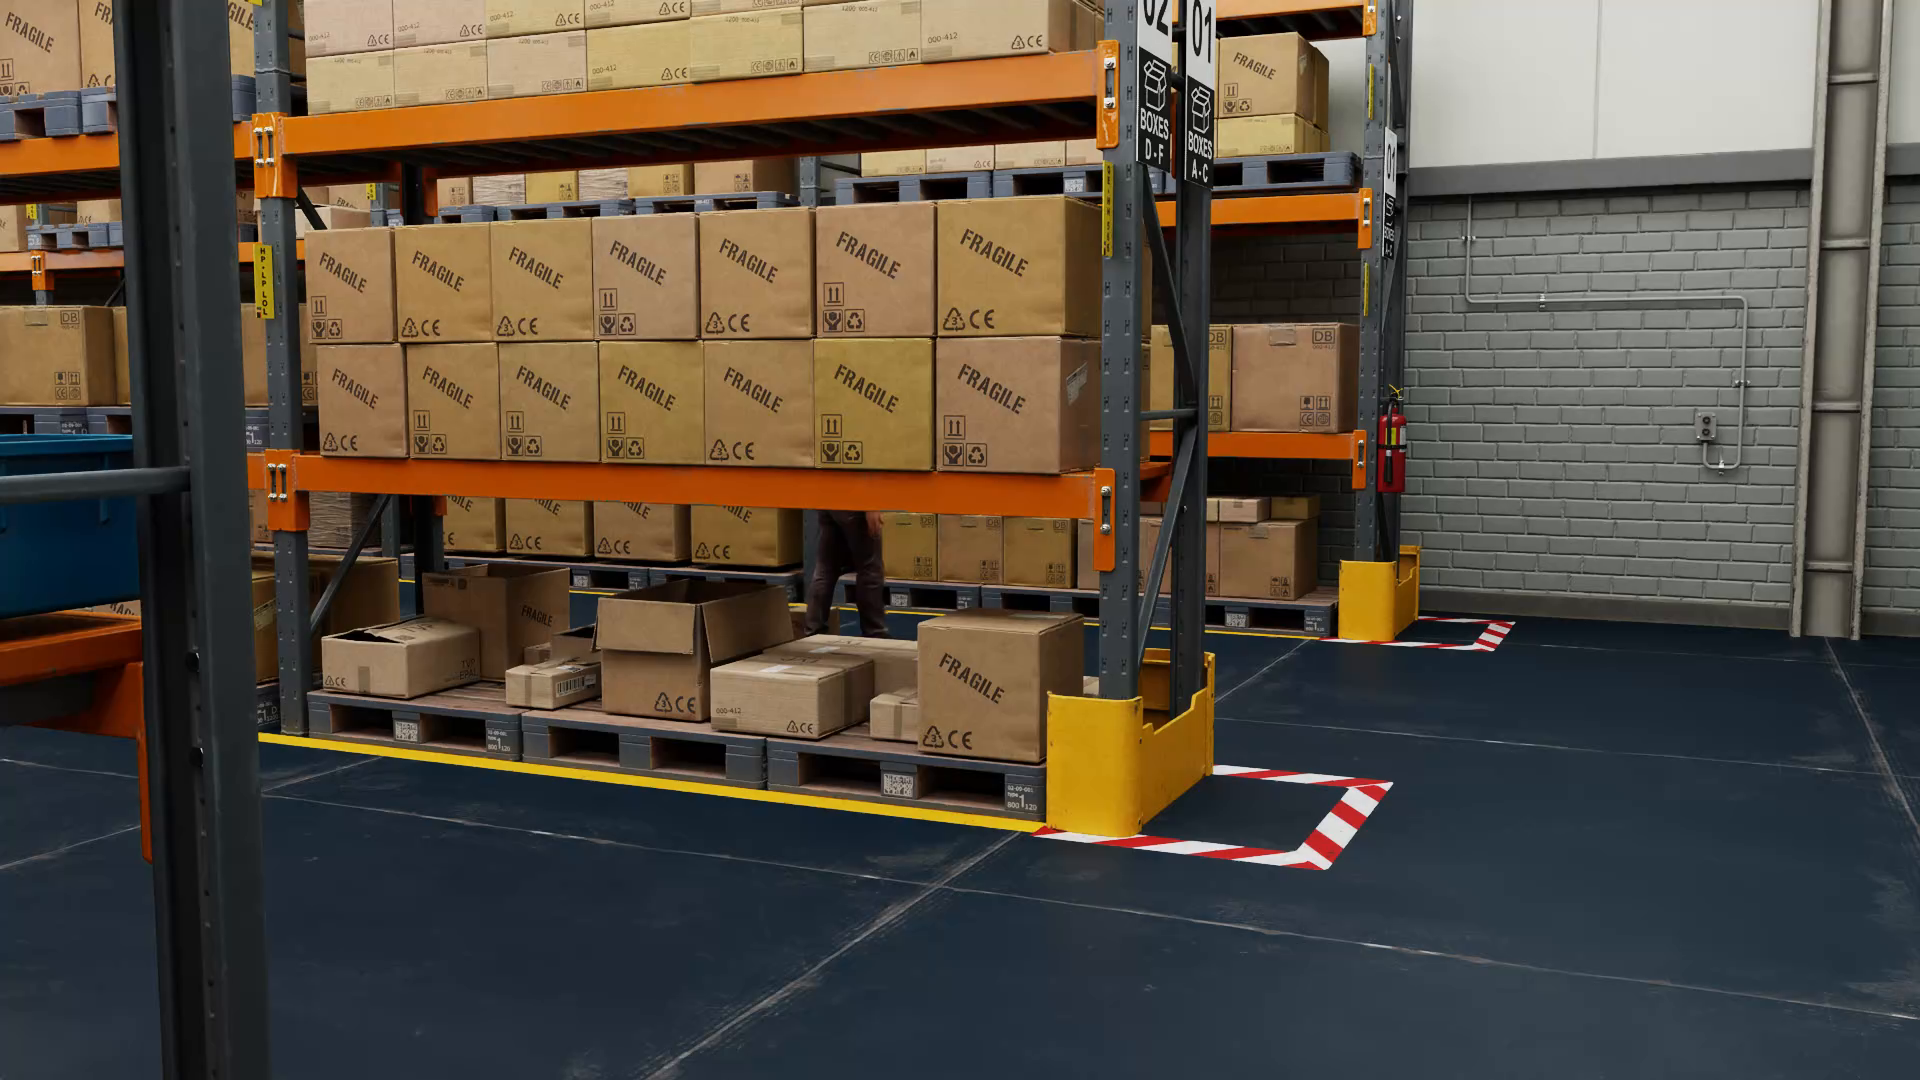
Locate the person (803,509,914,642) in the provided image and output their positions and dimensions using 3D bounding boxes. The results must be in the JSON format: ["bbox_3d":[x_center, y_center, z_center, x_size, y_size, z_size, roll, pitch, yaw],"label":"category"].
[{"bbox_3d":[-0.618,-0.186,9.952,0.609,1.721,0.585,-3,7,-32],"label":"person"}]
